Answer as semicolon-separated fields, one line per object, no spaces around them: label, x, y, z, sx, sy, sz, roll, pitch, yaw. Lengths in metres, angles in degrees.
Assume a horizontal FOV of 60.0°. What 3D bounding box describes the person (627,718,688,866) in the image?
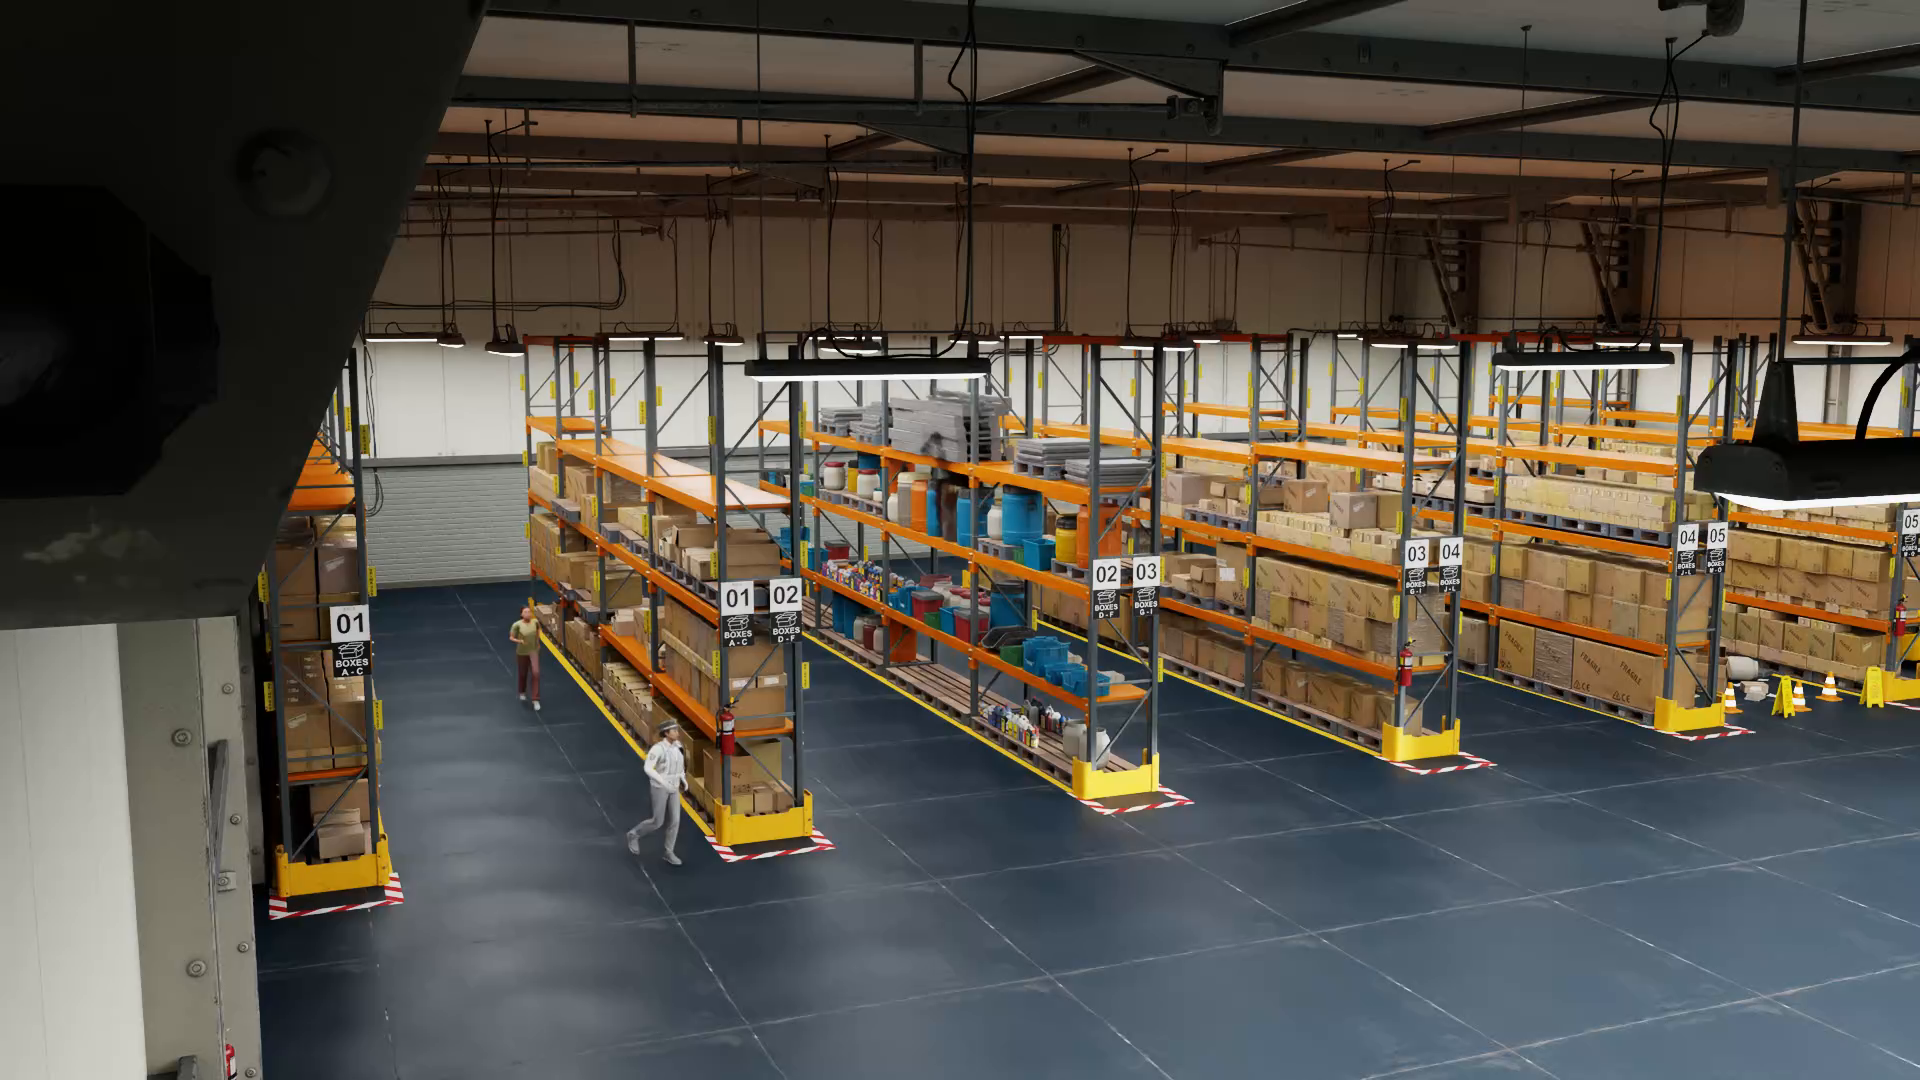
person;-3.471;2.916;19.608;0.761;1.667;0.680;5;9;33

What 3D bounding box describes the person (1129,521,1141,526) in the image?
person;4.295;0.096;41.083;0.517;1.554;0.548;3;8;21

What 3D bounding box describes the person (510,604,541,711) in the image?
person;-7.112;1.891;27.233;0.515;1.679;0.887;-3;8;-22
